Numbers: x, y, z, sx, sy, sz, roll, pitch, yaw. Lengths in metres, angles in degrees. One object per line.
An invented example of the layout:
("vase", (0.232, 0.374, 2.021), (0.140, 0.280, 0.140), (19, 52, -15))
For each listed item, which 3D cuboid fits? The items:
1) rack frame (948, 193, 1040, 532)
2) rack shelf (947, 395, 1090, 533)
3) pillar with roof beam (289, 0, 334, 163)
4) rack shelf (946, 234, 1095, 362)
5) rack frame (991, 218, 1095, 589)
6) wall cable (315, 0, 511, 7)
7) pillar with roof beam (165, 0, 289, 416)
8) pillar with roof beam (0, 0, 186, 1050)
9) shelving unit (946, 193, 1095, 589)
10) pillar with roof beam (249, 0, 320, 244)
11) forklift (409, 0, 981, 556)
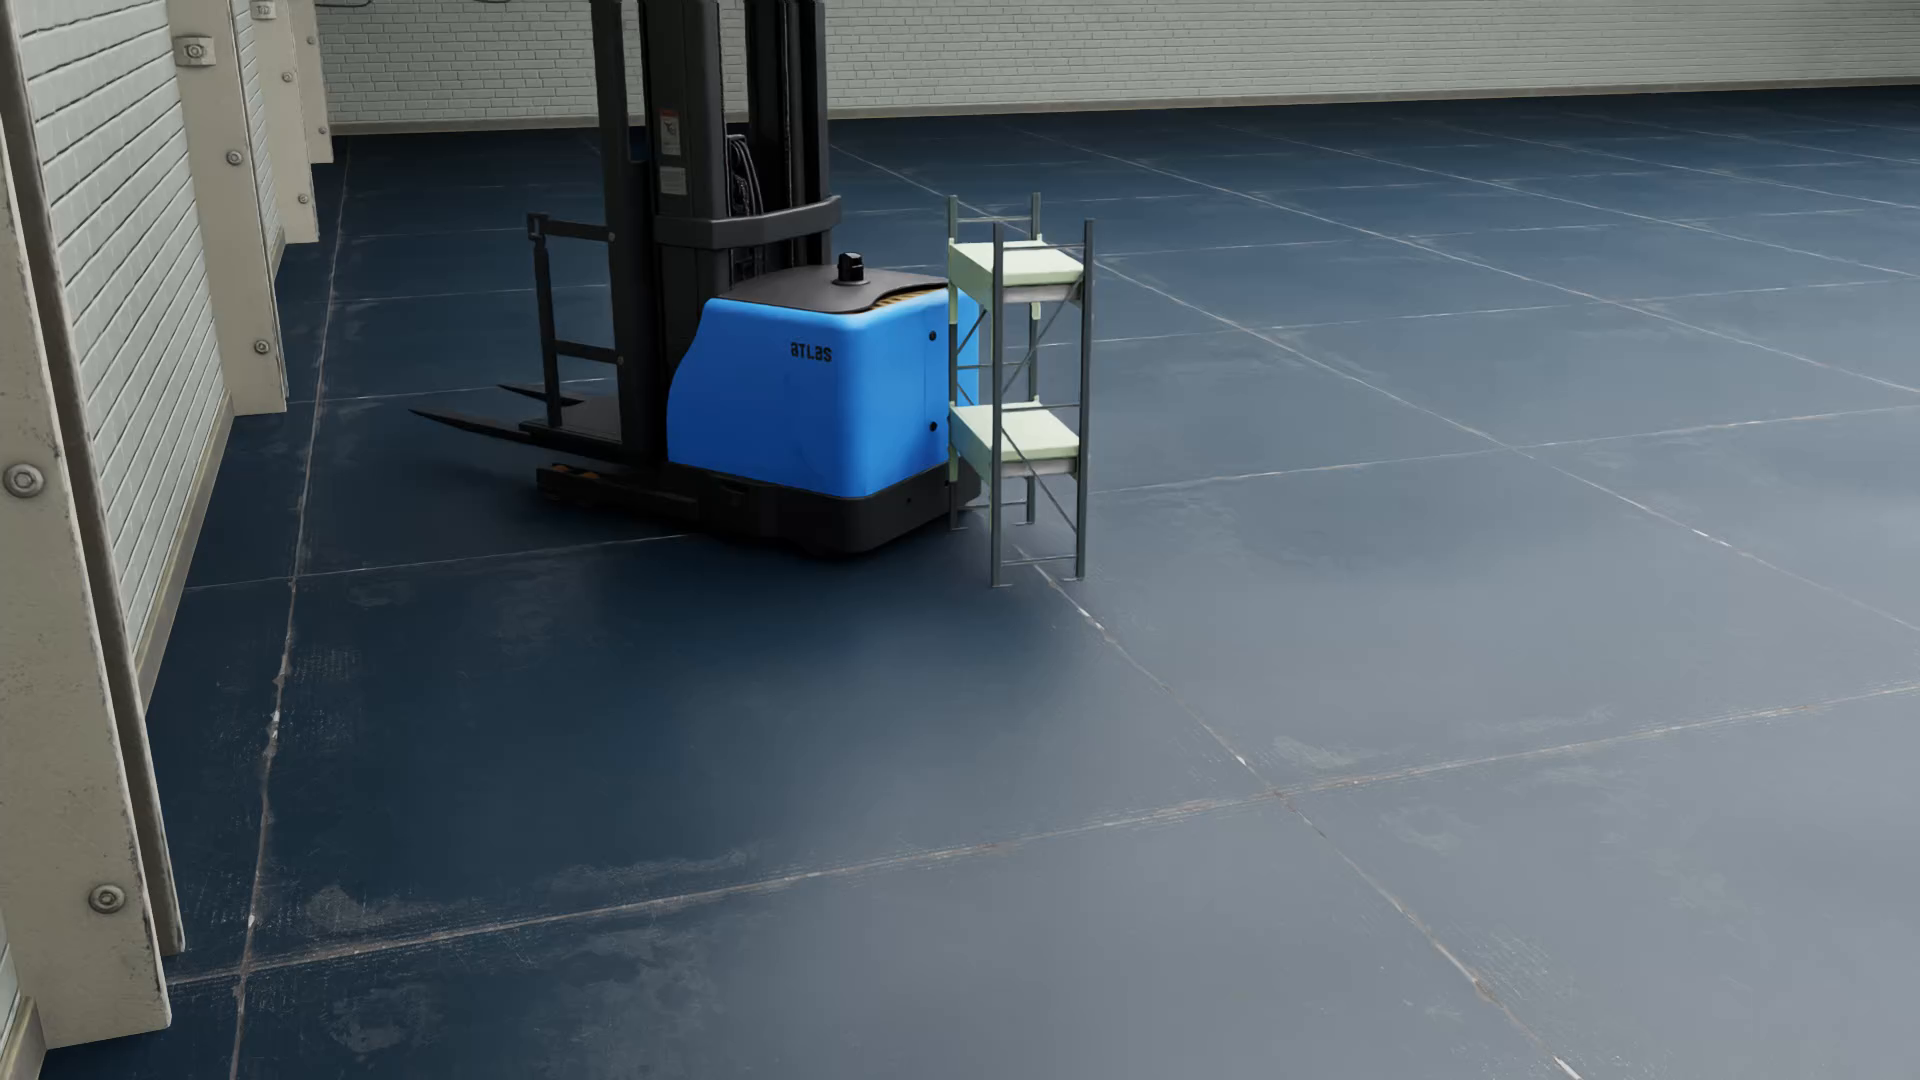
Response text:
("rack frame", (0.147, -0.763, 7.323), (0.400, 1.500, 0.023), (-5, 20, -13))
("rack shelf", (0.236, -0.336, 7.099), (0.431, 0.370, 0.720), (-5, 20, -13))
("pillar with roof beam", (-3.721, -9.319, 20.048), (9.100, 9.000, 0.400), (-6, 21, -17))
("rack shelf", (0.236, -1.010, 6.857), (0.431, 0.370, 0.720), (-5, 20, -13))
("rack frame", (0.325, -0.523, 6.654), (0.400, 1.500, 0.023), (-5, 20, -13))
("wall cable", (-7.478, -8.486, 22.323), (3.097, 2.526, 0.112), (-6, 21, -17))
("pillar with roof beam", (0.051, -5.468, 9.327), (9.100, 9.000, 0.400), (-6, 21, -17))
("pillar with roof beam", (1.937, -3.542, 3.966), (9.100, 9.000, 0.400), (-6, 21, -17))
("shelving unit", (0.236, -0.643, 6.989), (0.431, 1.500, 0.755), (-5, 20, -13))
("pillar with roof beam", (-1.835, -7.393, 14.688), (9.100, 9.000, 0.400), (-6, 21, -17))
("forklift", (-1.417, -1.669, 7.728), (3.031, 2.935, 1.130), (12, 23, 31))
